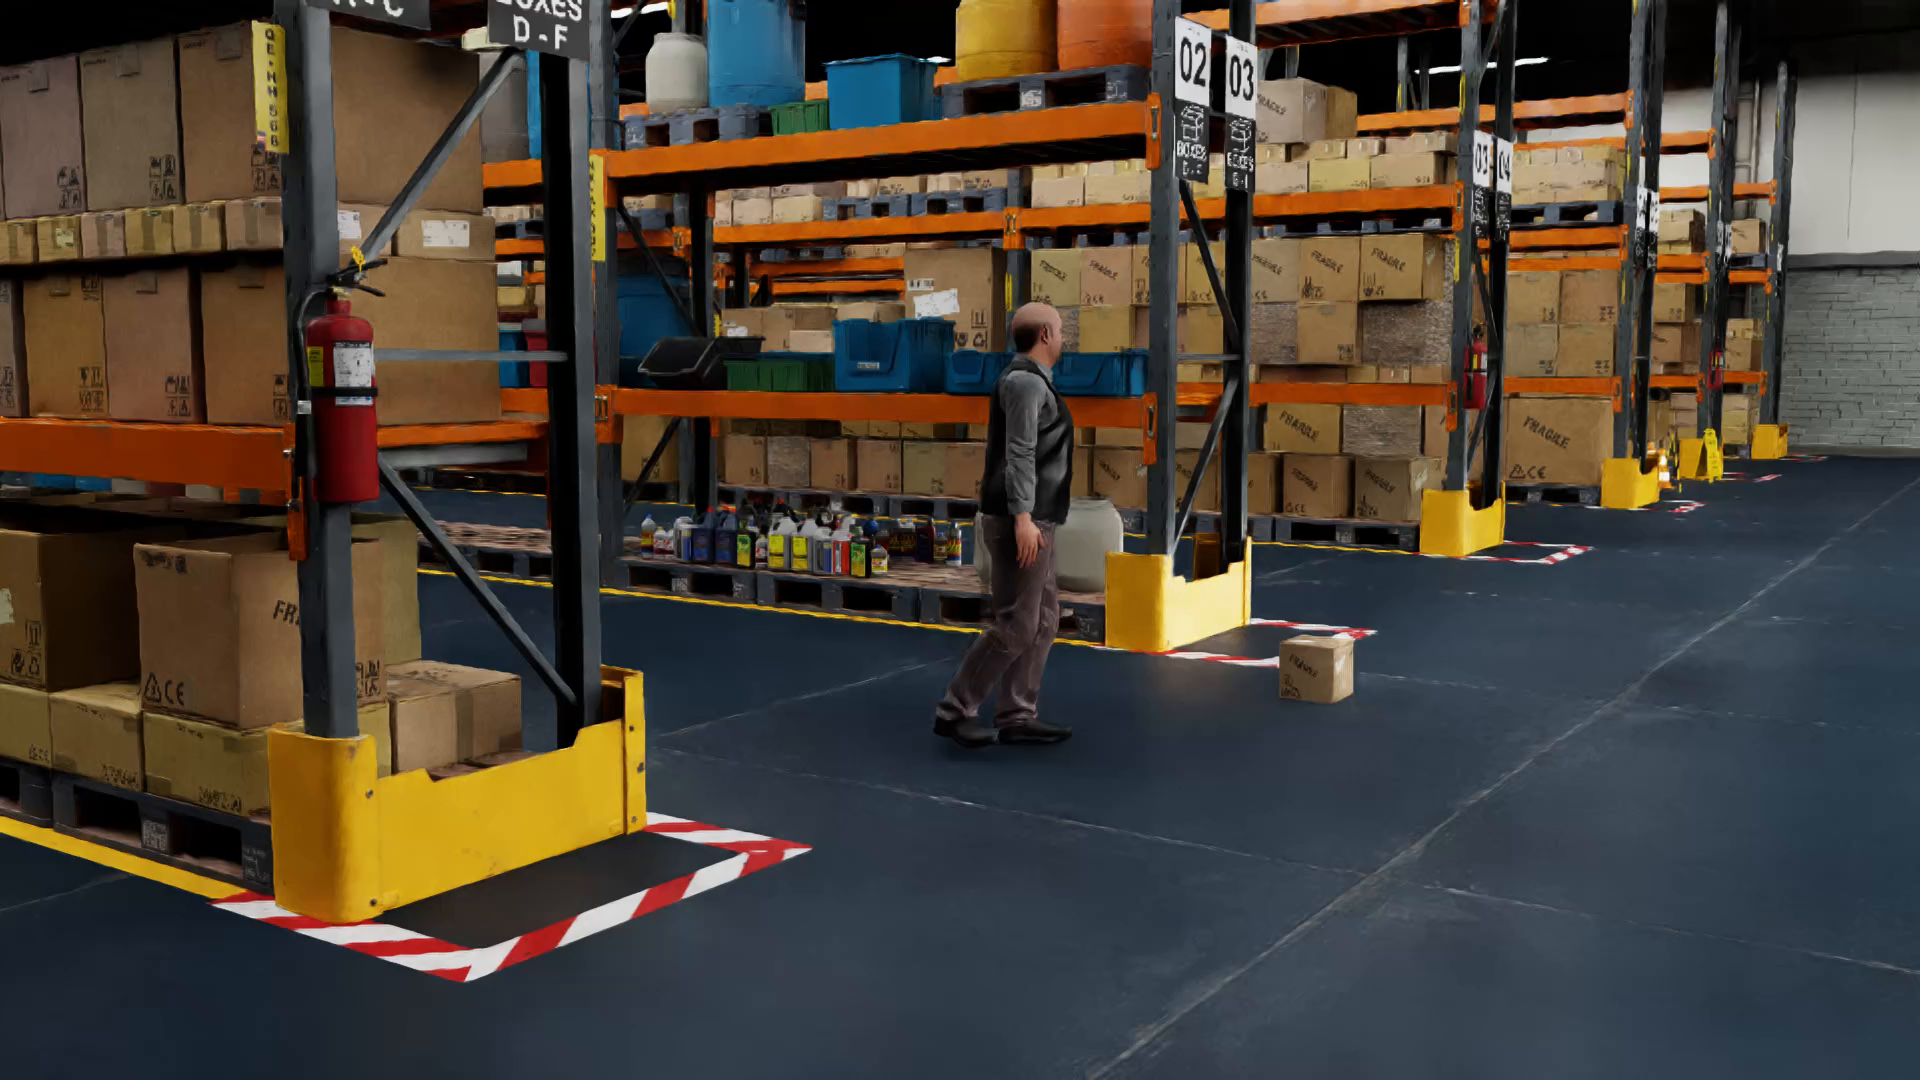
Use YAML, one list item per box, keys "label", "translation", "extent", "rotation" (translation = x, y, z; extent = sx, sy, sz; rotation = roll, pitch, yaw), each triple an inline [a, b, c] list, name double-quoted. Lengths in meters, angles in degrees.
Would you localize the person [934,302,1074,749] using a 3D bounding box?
- label: "person"
  translation: [0.171, -0.057, 6.415]
  extent: [0.545, 1.709, 0.579]
  rotation: [0, 6, 0]
